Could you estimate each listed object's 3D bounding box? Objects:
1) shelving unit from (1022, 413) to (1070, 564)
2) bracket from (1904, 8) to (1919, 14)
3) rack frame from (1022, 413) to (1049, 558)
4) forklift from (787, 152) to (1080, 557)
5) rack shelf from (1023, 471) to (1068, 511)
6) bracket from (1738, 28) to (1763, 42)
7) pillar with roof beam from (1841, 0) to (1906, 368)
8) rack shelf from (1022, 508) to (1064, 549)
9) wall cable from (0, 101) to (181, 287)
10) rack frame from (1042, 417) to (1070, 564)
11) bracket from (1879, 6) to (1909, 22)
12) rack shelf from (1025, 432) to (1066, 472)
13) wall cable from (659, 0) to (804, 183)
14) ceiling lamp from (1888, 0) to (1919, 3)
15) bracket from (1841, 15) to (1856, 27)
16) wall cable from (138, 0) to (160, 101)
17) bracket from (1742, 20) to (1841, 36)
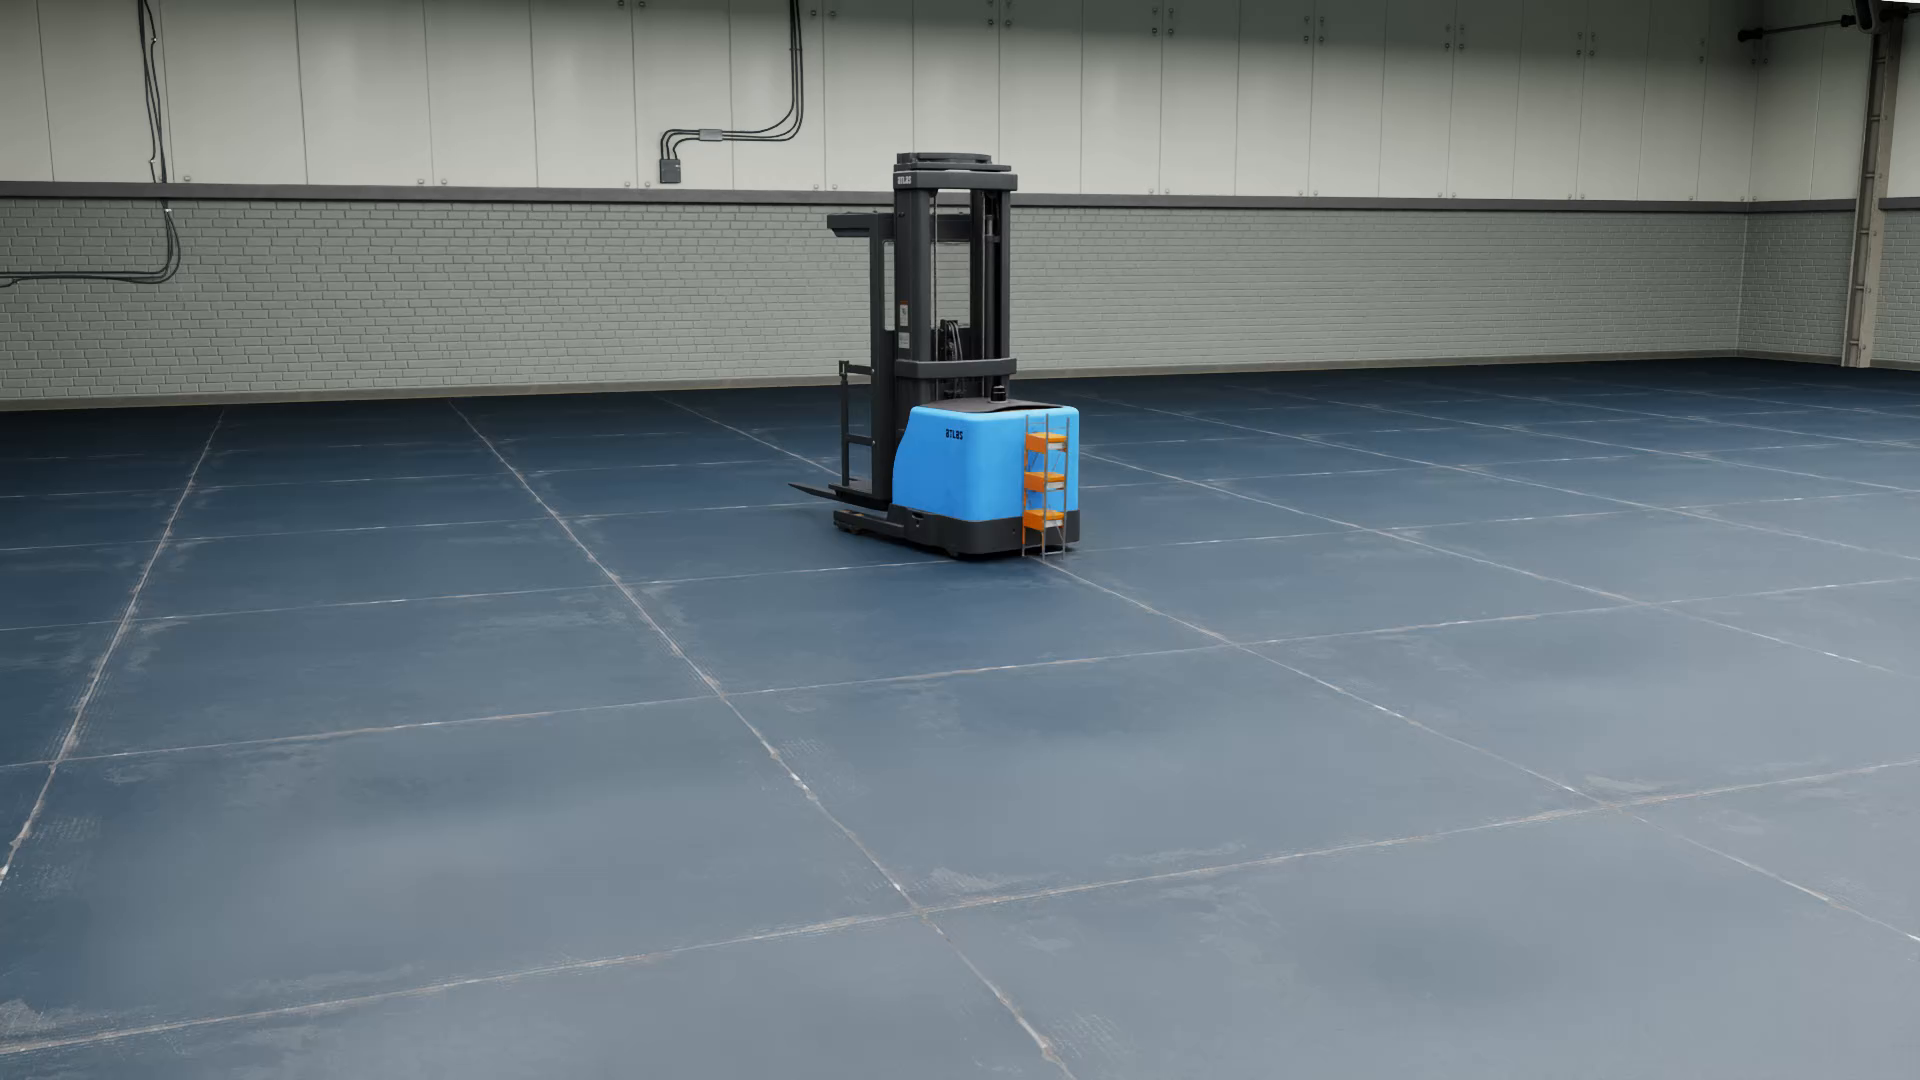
[{"bbox_3d":[0.616,-0.374,11.997,0.215,1.050,0.252,-7,14,-34],"label":"shelving unit"},{"bbox_3d":[17.571,-8.947,27.244,0.076,0.066,4.783,-4,11,-21],"label":"bracket"},{"bbox_3d":[0.547,-0.396,12.095,0.200,1.050,0.008,-7,14,-34],"label":"rack frame"},{"bbox_3d":[-0.356,-1.532,13.166,1.130,2.935,3.031,-7,12,-34],"label":"forklift"},{"bbox_3d":[0.616,-0.363,12.000,0.215,0.259,0.240,-7,14,-34],"label":"rack shelf"},{"bbox_3d":[15.478,-9.890,32.545,0.235,0.232,0.430,-4,11,-21],"label":"bracket"},{"bbox_3d":[12.806,-7.412,28.895,9.100,9.000,0.548,-4,11,-21],"label":"pillar with roof beam"},{"bbox_3d":[0.610,-0.092,12.057,0.215,0.259,0.240,-7,14,-34],"label":"rack shelf"},{"bbox_3d":[-12.376,-4.722,22.640,3.097,2.526,0.112,-4,11,-21],"label":"wall cable"},{"bbox_3d":[0.685,-0.352,11.899,0.200,1.050,0.008,-7,14,-34],"label":"rack frame"},{"bbox_3d":[16.638,-9.367,29.608,0.235,0.232,0.430,-4,11,-21],"label":"bracket"},{"bbox_3d":[0.622,-0.641,11.941,0.215,0.259,0.240,-7,14,-34],"label":"rack shelf"},{"bbox_3d":[-3.522,-8.525,25.443,2.305,6.003,0.169,-4,11,-21],"label":"wall cable"},{"bbox_3d":[13.595,-9.634,24.601,2.000,3.144,0.800,-4,11,-21],"label":"ceiling lamp"},{"bbox_3d":[16.337,-9.503,30.370,0.235,0.232,0.430,-4,11,-21],"label":"bracket"},{"bbox_3d":[-9.855,-7.381,23.163,3.097,2.526,0.112,-4,11,-21],"label":"wall cable"},{"bbox_3d":[15.692,-9.793,32.003,0.076,0.066,3.189,-4,11,-21],"label":"bracket"}]
